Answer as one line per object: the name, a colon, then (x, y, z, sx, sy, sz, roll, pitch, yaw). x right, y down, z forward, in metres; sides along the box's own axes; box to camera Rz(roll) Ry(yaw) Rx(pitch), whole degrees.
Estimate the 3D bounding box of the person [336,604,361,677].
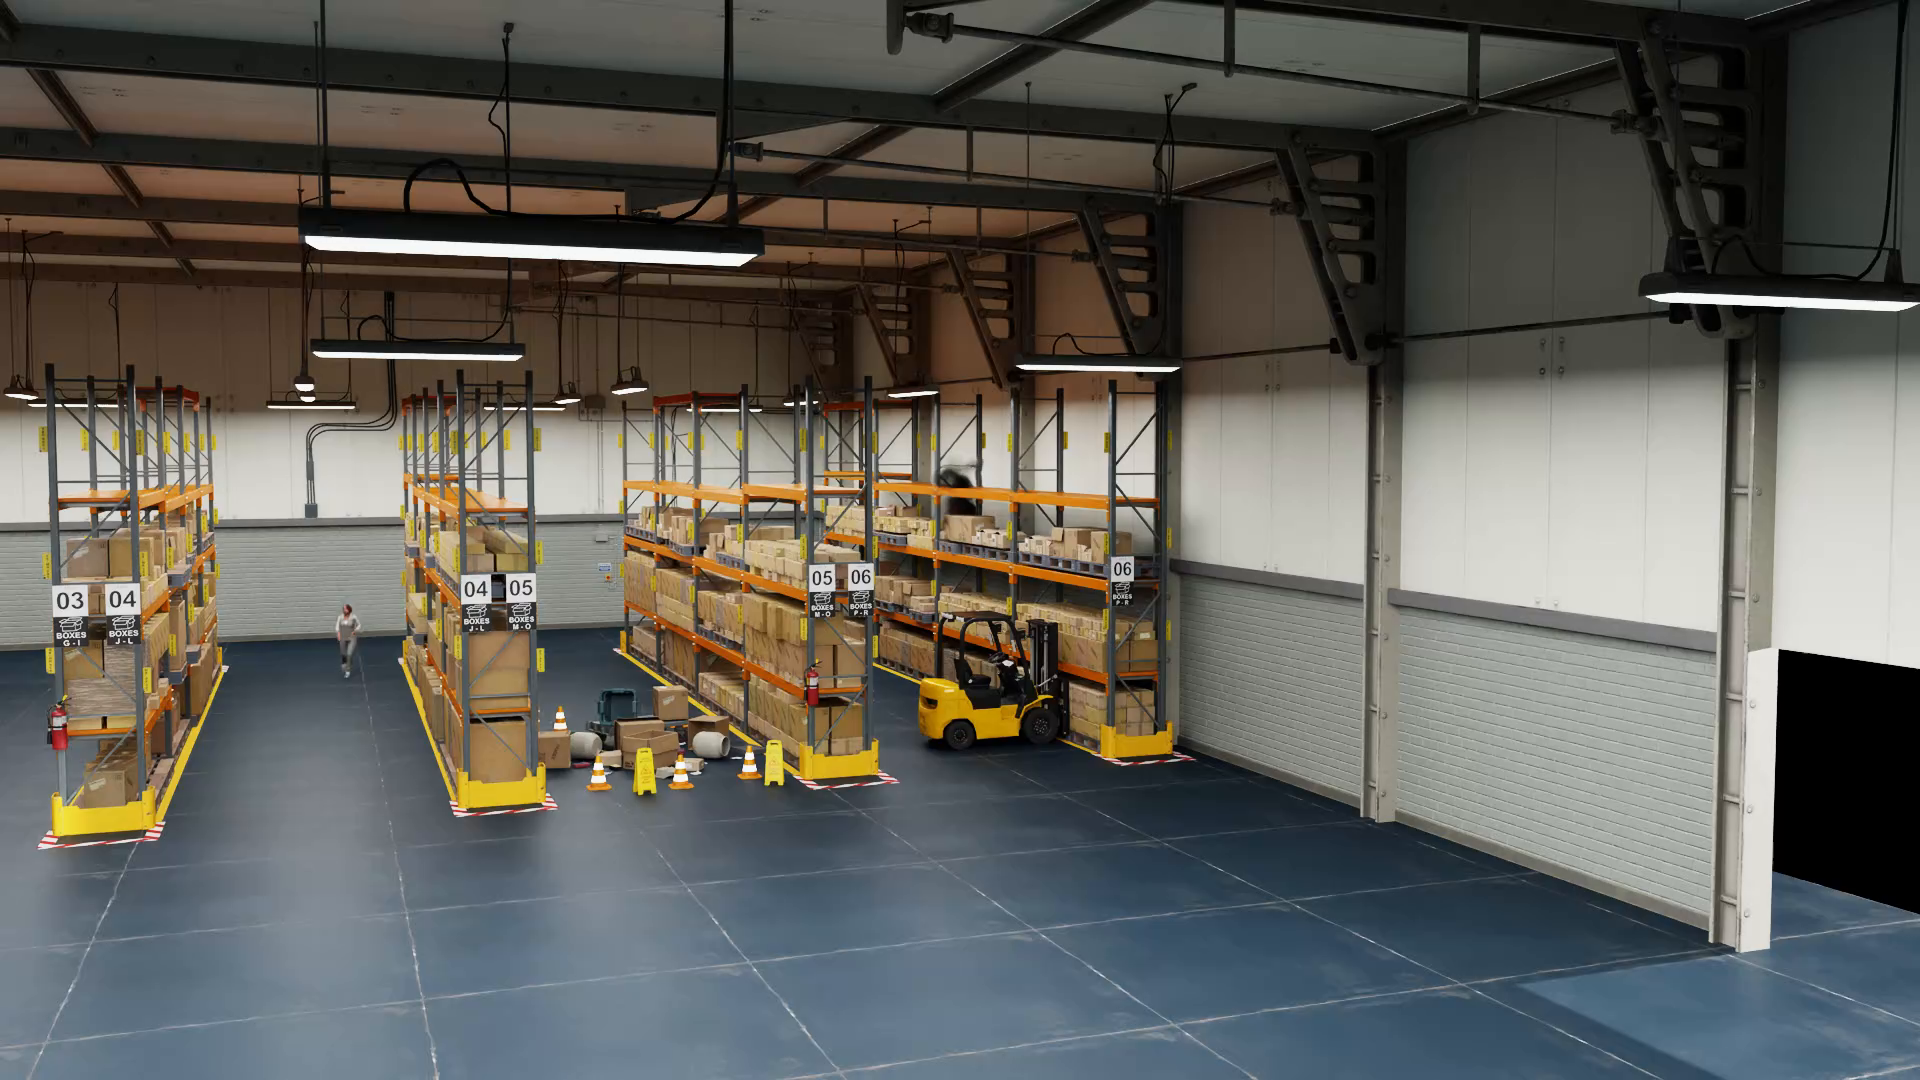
person: (-13.088, 2.245, 35.583, 0.527, 1.382, 0.569, -1, 3, -10)
